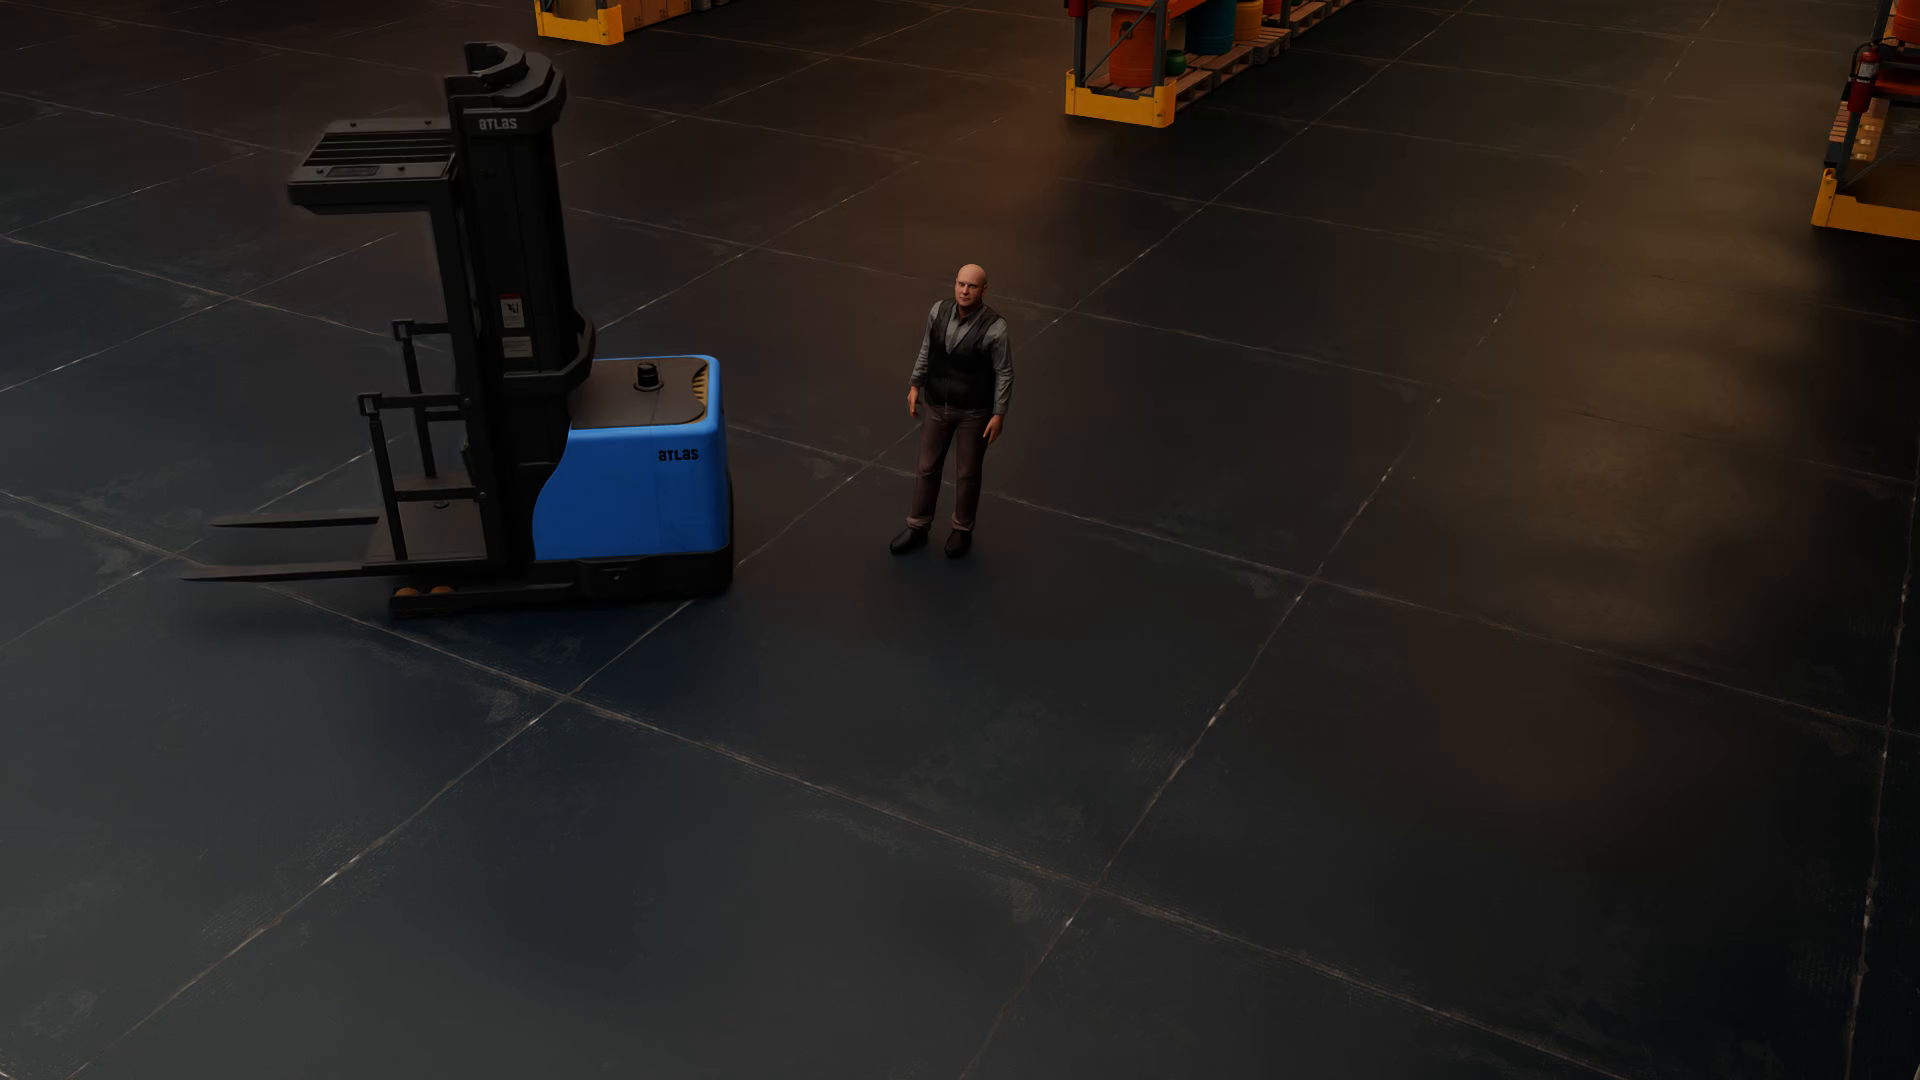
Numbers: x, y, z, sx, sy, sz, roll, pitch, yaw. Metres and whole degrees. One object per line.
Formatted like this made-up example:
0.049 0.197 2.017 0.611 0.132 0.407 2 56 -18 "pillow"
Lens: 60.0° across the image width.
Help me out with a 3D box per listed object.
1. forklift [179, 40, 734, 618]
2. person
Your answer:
-2.849 -1.115 9.002 3.031 2.935 1.130 -3 30 -6 "forklift"
-0.037 -0.727 9.526 0.632 1.720 0.568 15 33 25 "person"
